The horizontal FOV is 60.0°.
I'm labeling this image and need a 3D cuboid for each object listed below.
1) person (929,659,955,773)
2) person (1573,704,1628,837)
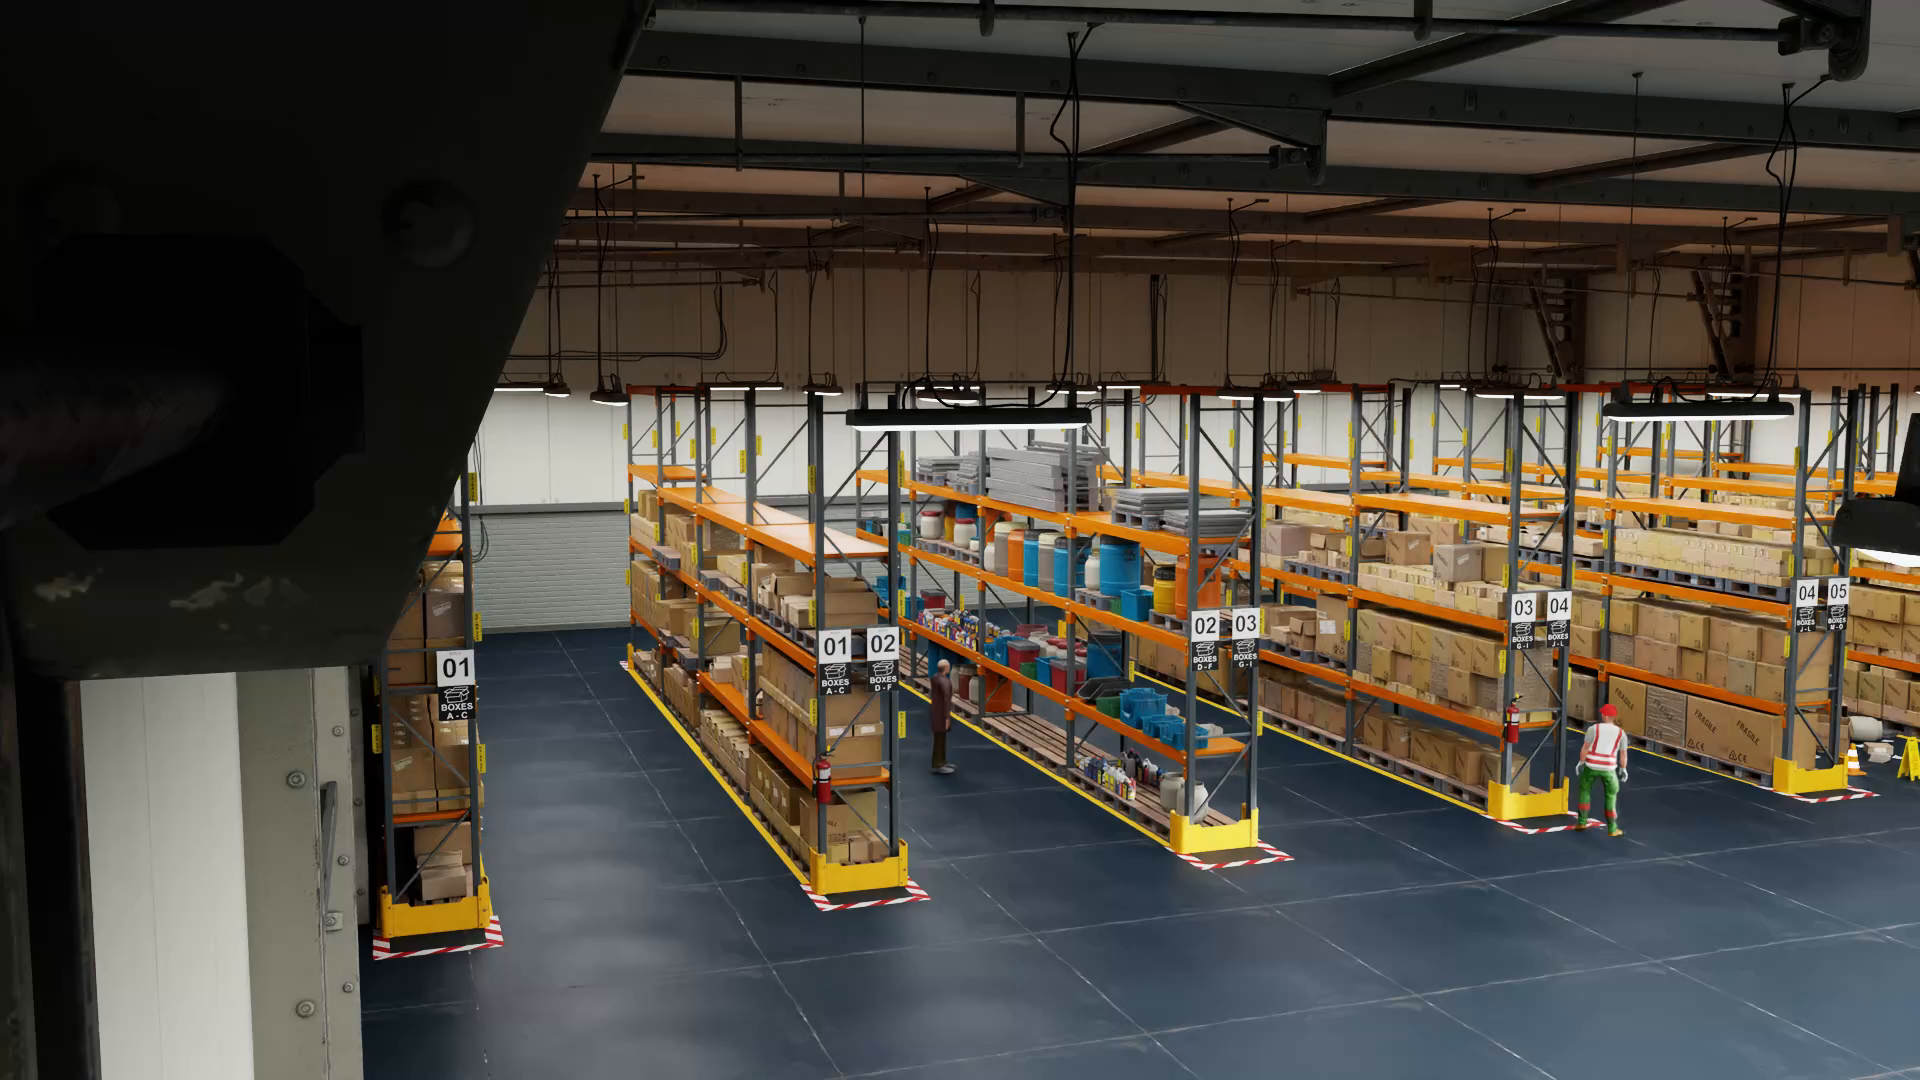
[{"bbox_3d":[-0.240,2.757,26.036,0.456,1.795,0.616,-2,6,-17],"label":"person"},{"bbox_3d":[8.710,3.129,22.612,0.676,1.830,0.402,3,7,25],"label":"person"}]
